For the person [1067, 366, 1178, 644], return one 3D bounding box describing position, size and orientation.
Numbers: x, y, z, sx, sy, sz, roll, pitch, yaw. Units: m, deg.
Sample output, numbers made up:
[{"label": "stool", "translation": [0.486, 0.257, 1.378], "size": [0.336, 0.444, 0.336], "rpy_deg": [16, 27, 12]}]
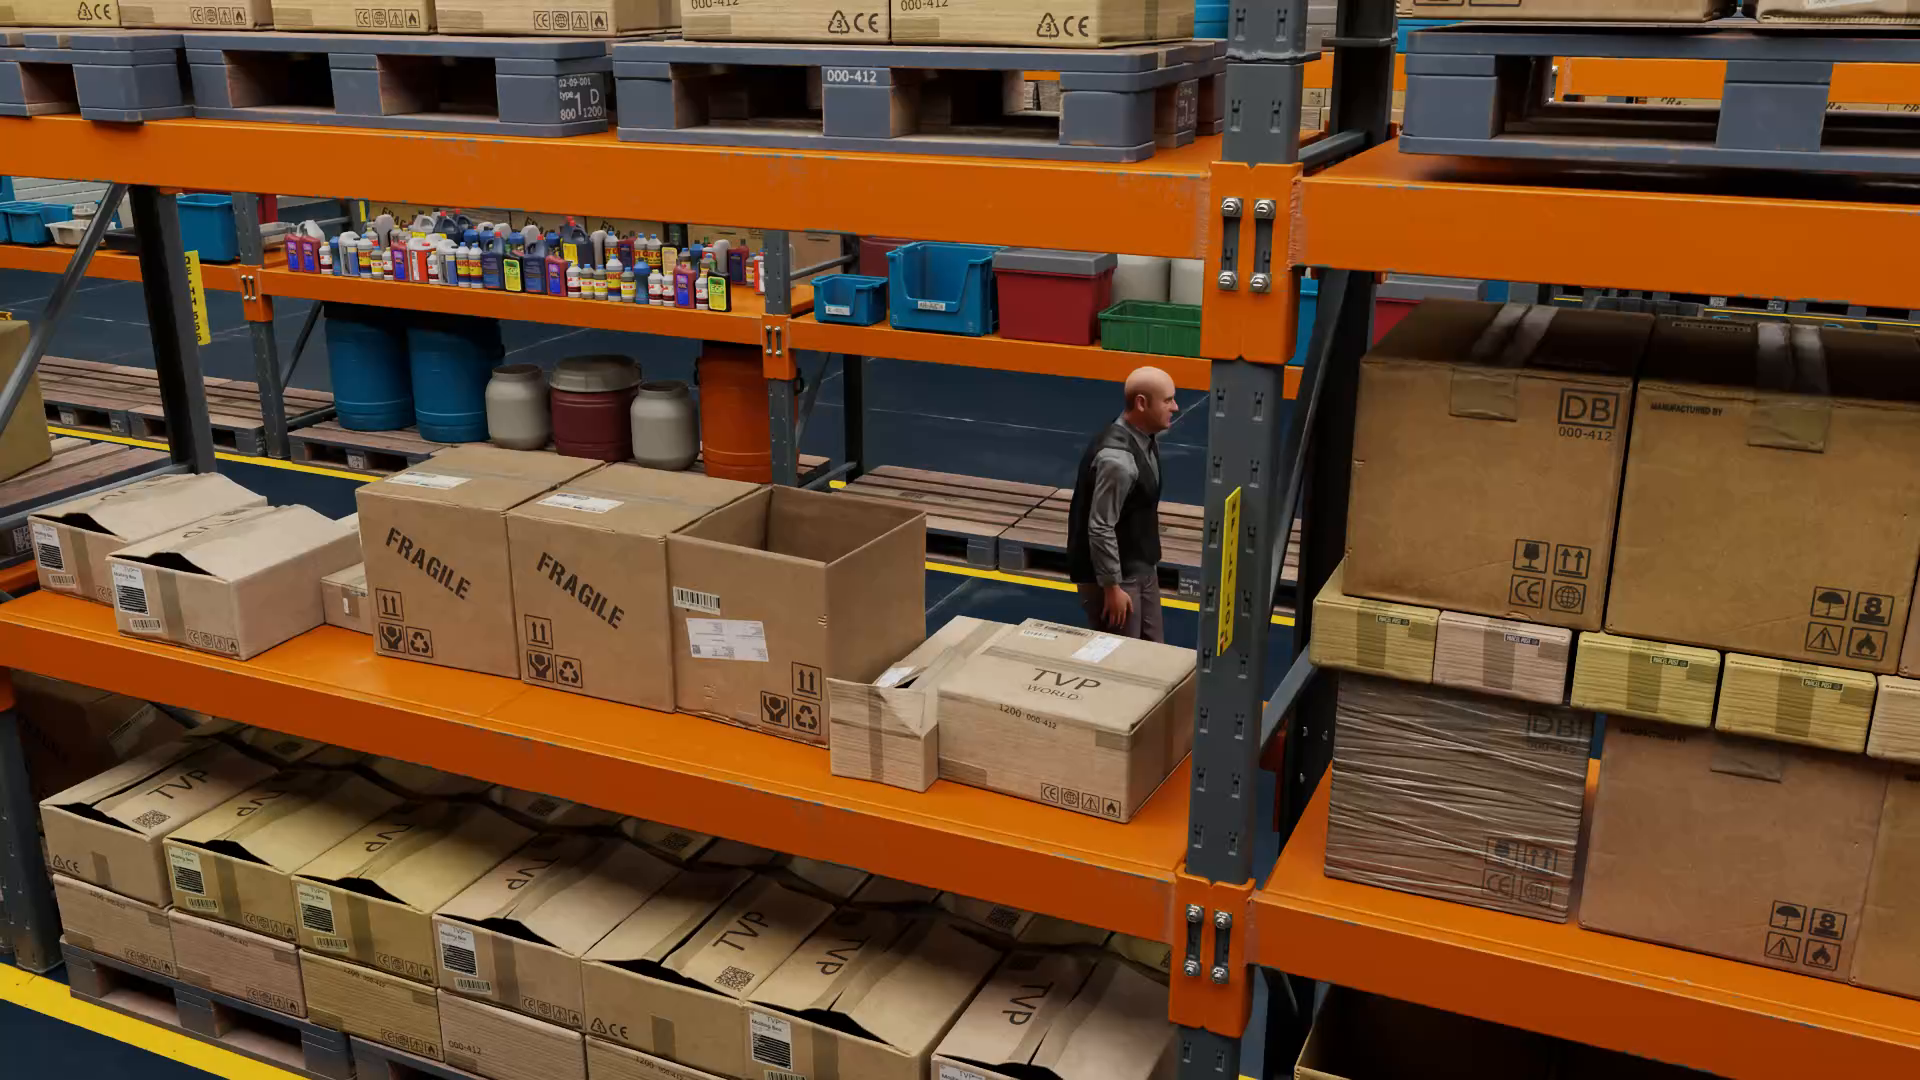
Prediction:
[{"label": "person", "translation": [0.671, 0.149, 6.669], "size": [0.475, 1.719, 0.582], "rpy_deg": [7, 20, 20]}]
